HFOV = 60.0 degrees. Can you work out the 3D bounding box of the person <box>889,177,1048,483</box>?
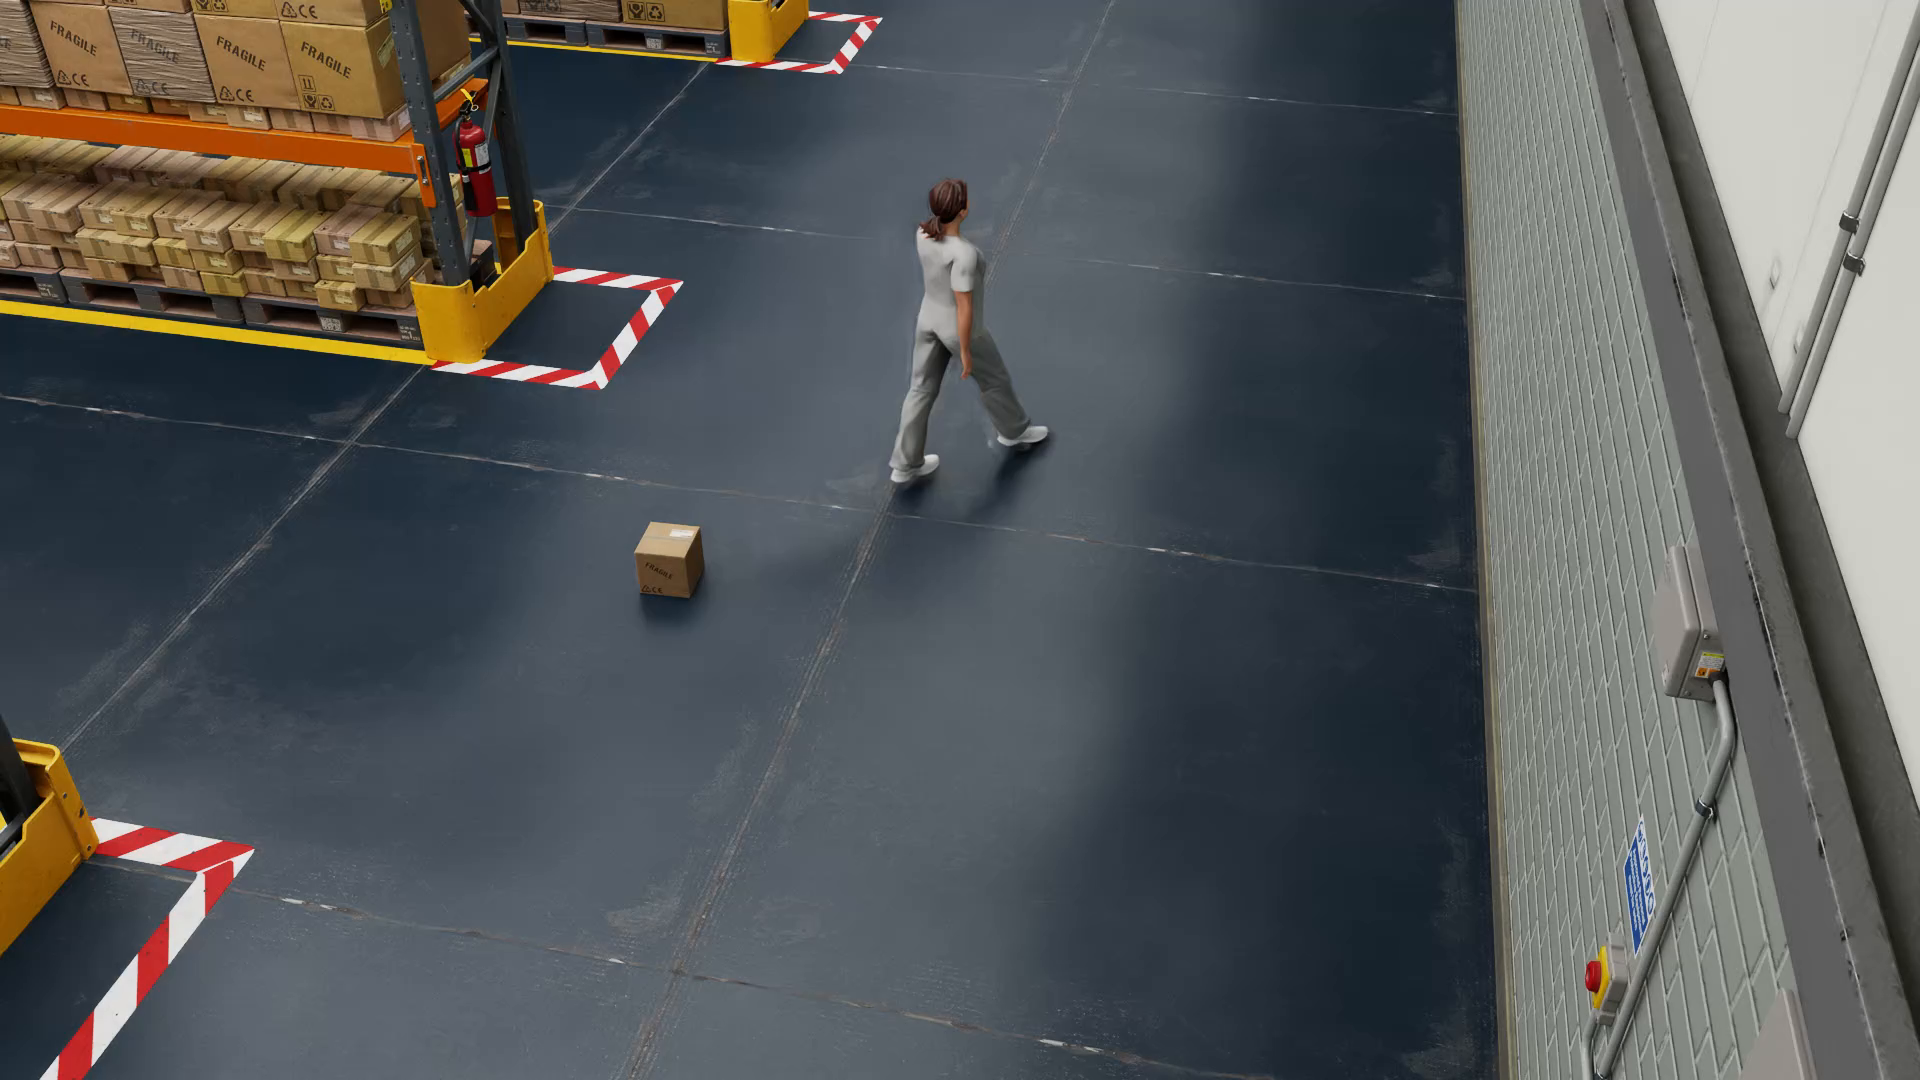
[{"bbox_3d":[0.024,-1.108,8.431,0.480,1.625,0.945,30,46,34],"label":"person"}]
